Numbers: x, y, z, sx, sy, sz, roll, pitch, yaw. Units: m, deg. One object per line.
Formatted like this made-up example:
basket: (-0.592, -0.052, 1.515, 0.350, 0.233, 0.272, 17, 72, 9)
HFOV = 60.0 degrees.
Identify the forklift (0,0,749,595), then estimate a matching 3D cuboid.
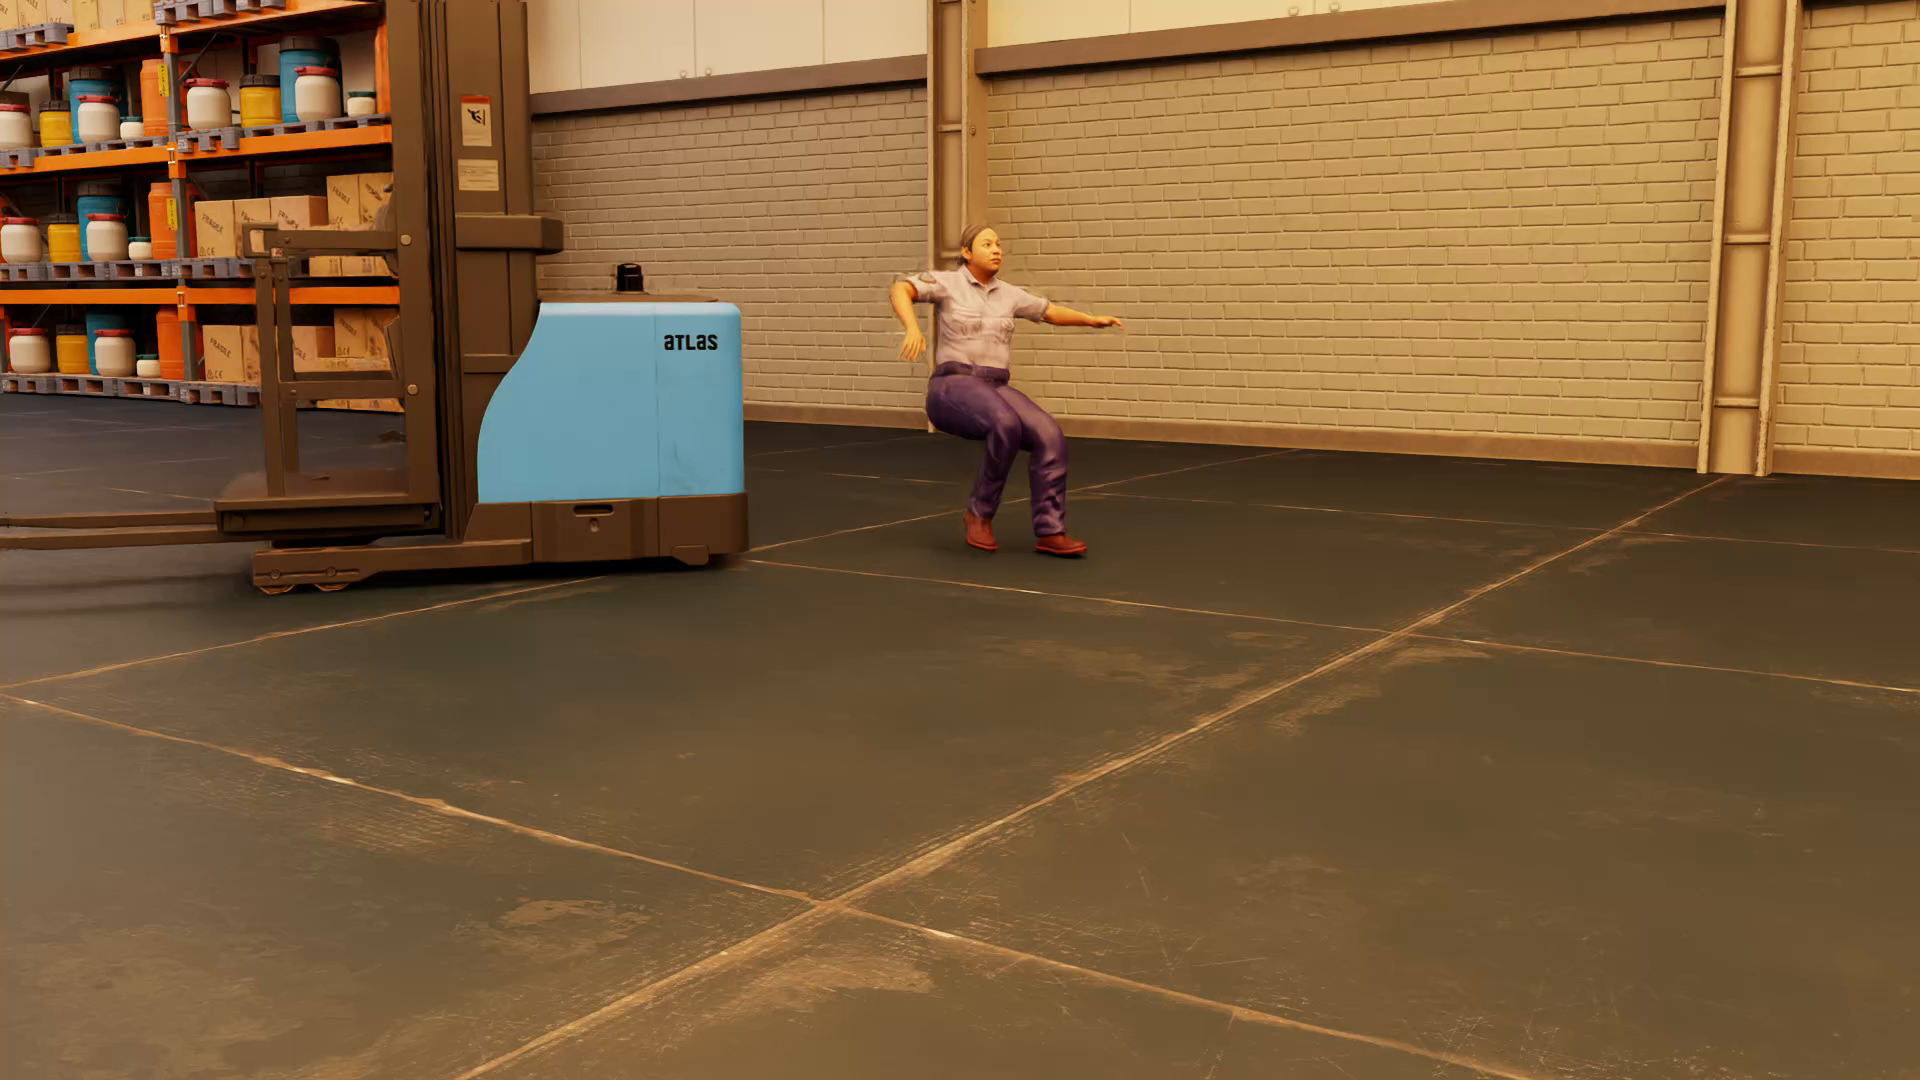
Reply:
forklift: (-2.439, -1.331, 6.555, 3.031, 2.935, 1.130, -3, 9, -18)

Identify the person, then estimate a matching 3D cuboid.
person: (0.199, -0.658, 7.167, 0.995, 1.413, 0.802, -8, 11, -44)
